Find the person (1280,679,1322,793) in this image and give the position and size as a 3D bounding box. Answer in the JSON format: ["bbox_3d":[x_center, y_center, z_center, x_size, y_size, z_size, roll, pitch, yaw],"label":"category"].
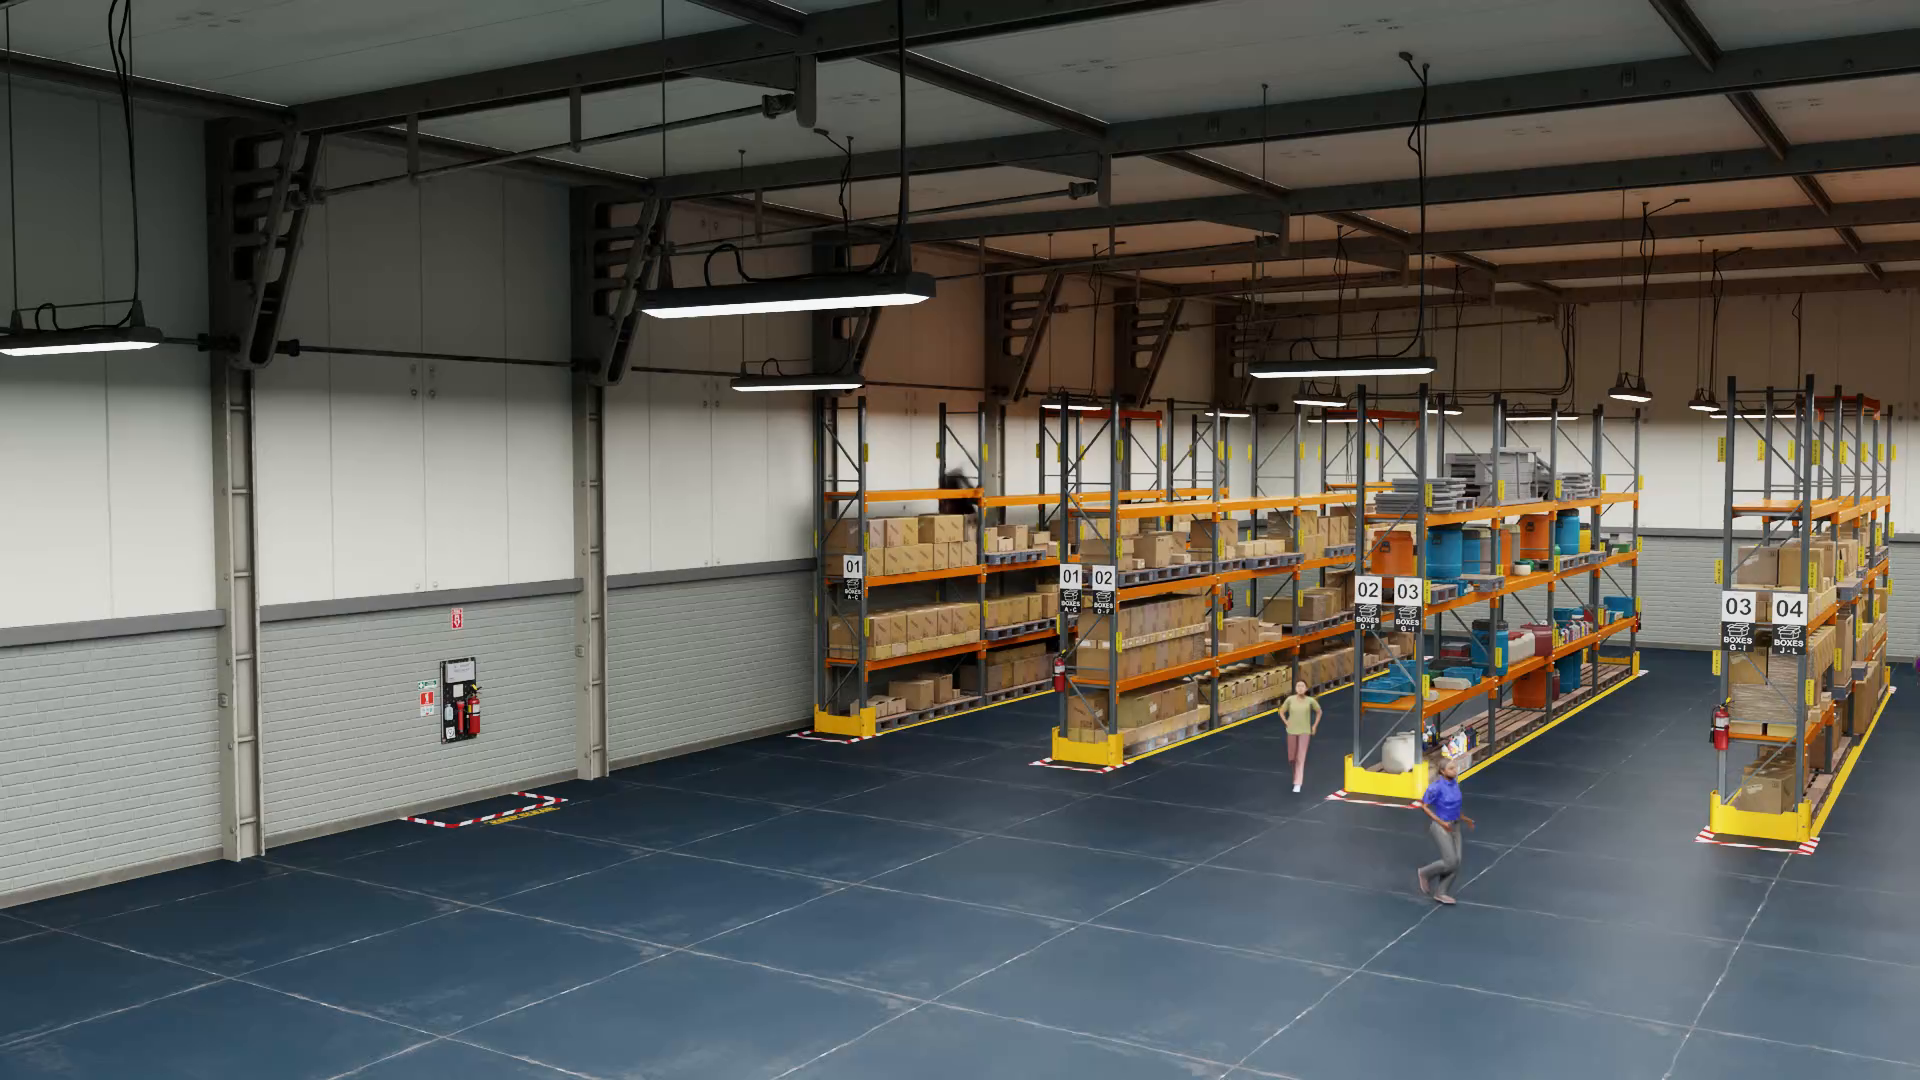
[{"bbox_3d":[5.038,2.876,24.692,0.608,1.636,0.844,1,3,21],"label":"person"}]

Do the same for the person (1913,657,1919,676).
[{"bbox_3d":[16.833,2.577,28.684,0.693,1.769,0.887,2,3,28],"label":"person"}]

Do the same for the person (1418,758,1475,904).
[{"bbox_3d":[5.397,3.223,18.481,0.555,1.608,0.548,-2,4,-36],"label":"person"}]
